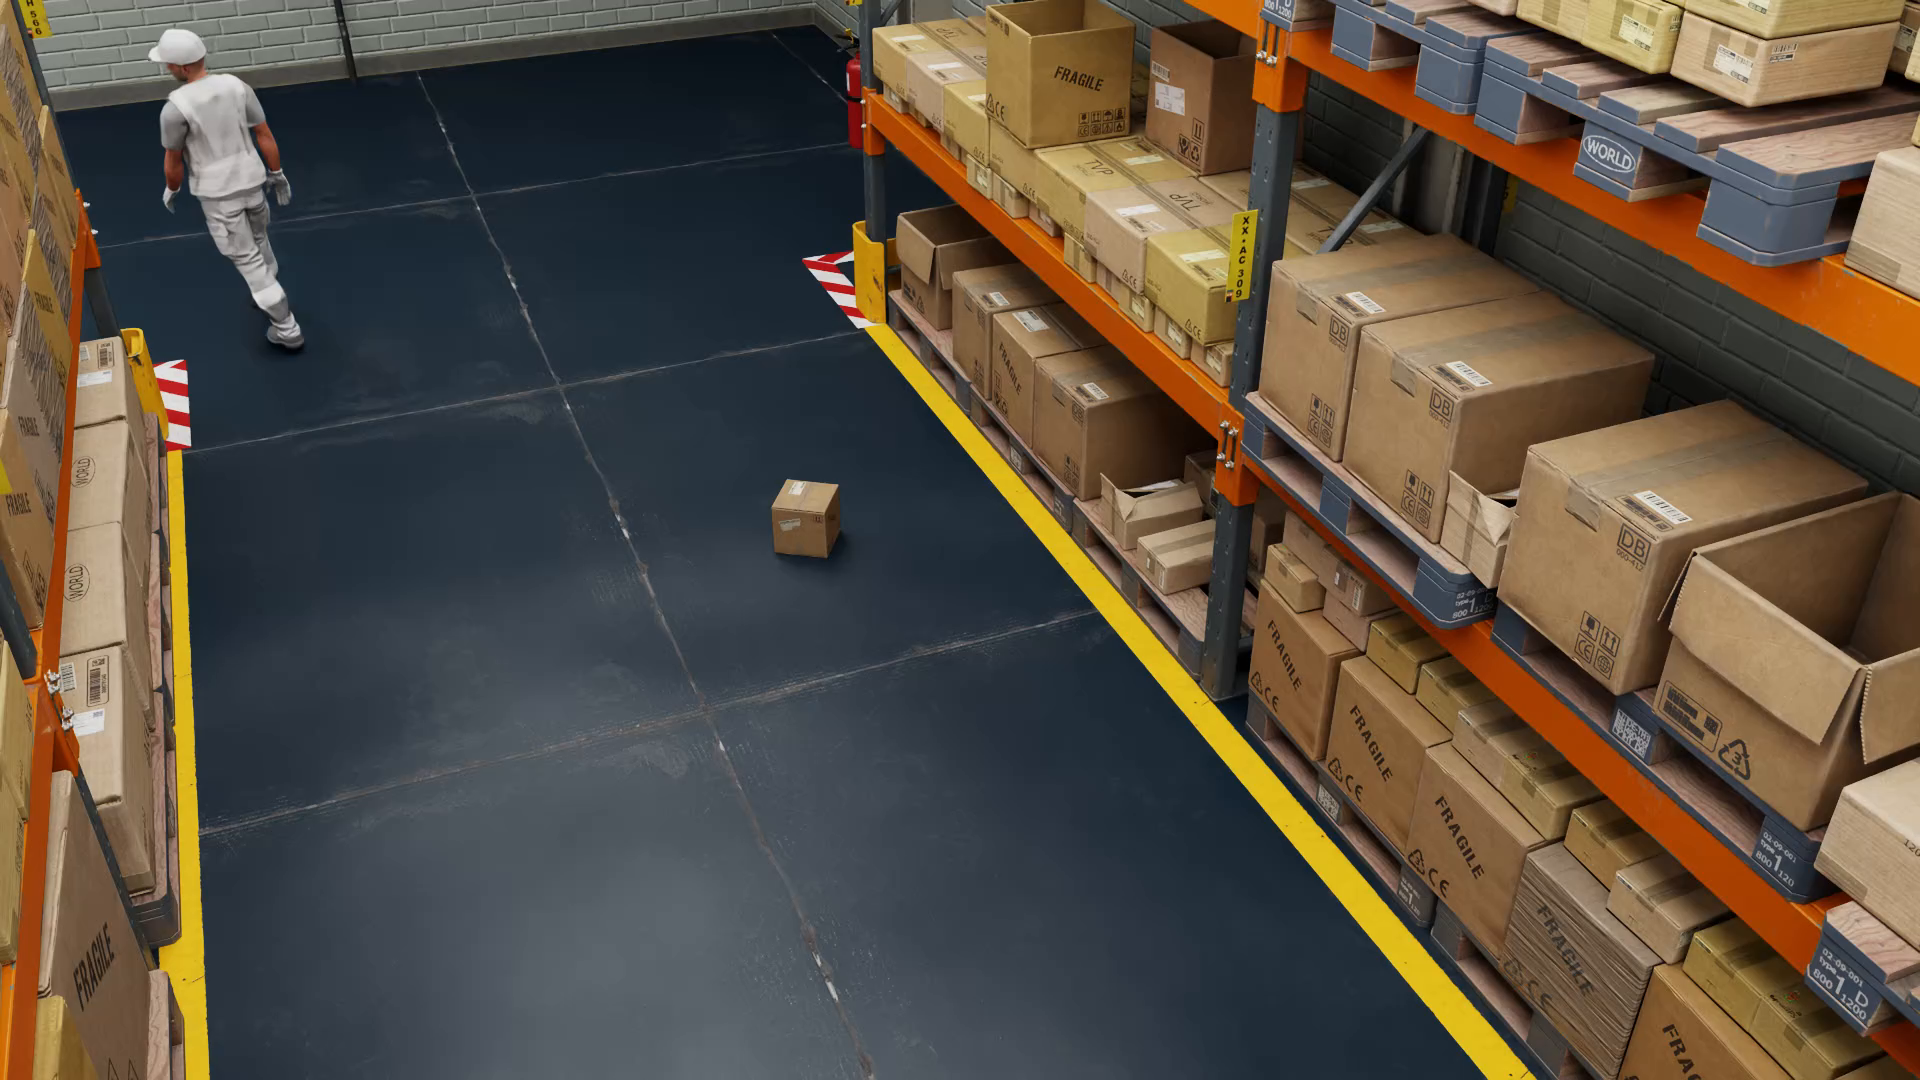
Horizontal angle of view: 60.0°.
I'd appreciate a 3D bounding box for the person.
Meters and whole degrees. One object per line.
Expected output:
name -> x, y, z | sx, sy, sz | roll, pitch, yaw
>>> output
person -> -4.078, -1.944, 9.078 | 0.944, 1.737, 0.599 | 18, 37, 26
